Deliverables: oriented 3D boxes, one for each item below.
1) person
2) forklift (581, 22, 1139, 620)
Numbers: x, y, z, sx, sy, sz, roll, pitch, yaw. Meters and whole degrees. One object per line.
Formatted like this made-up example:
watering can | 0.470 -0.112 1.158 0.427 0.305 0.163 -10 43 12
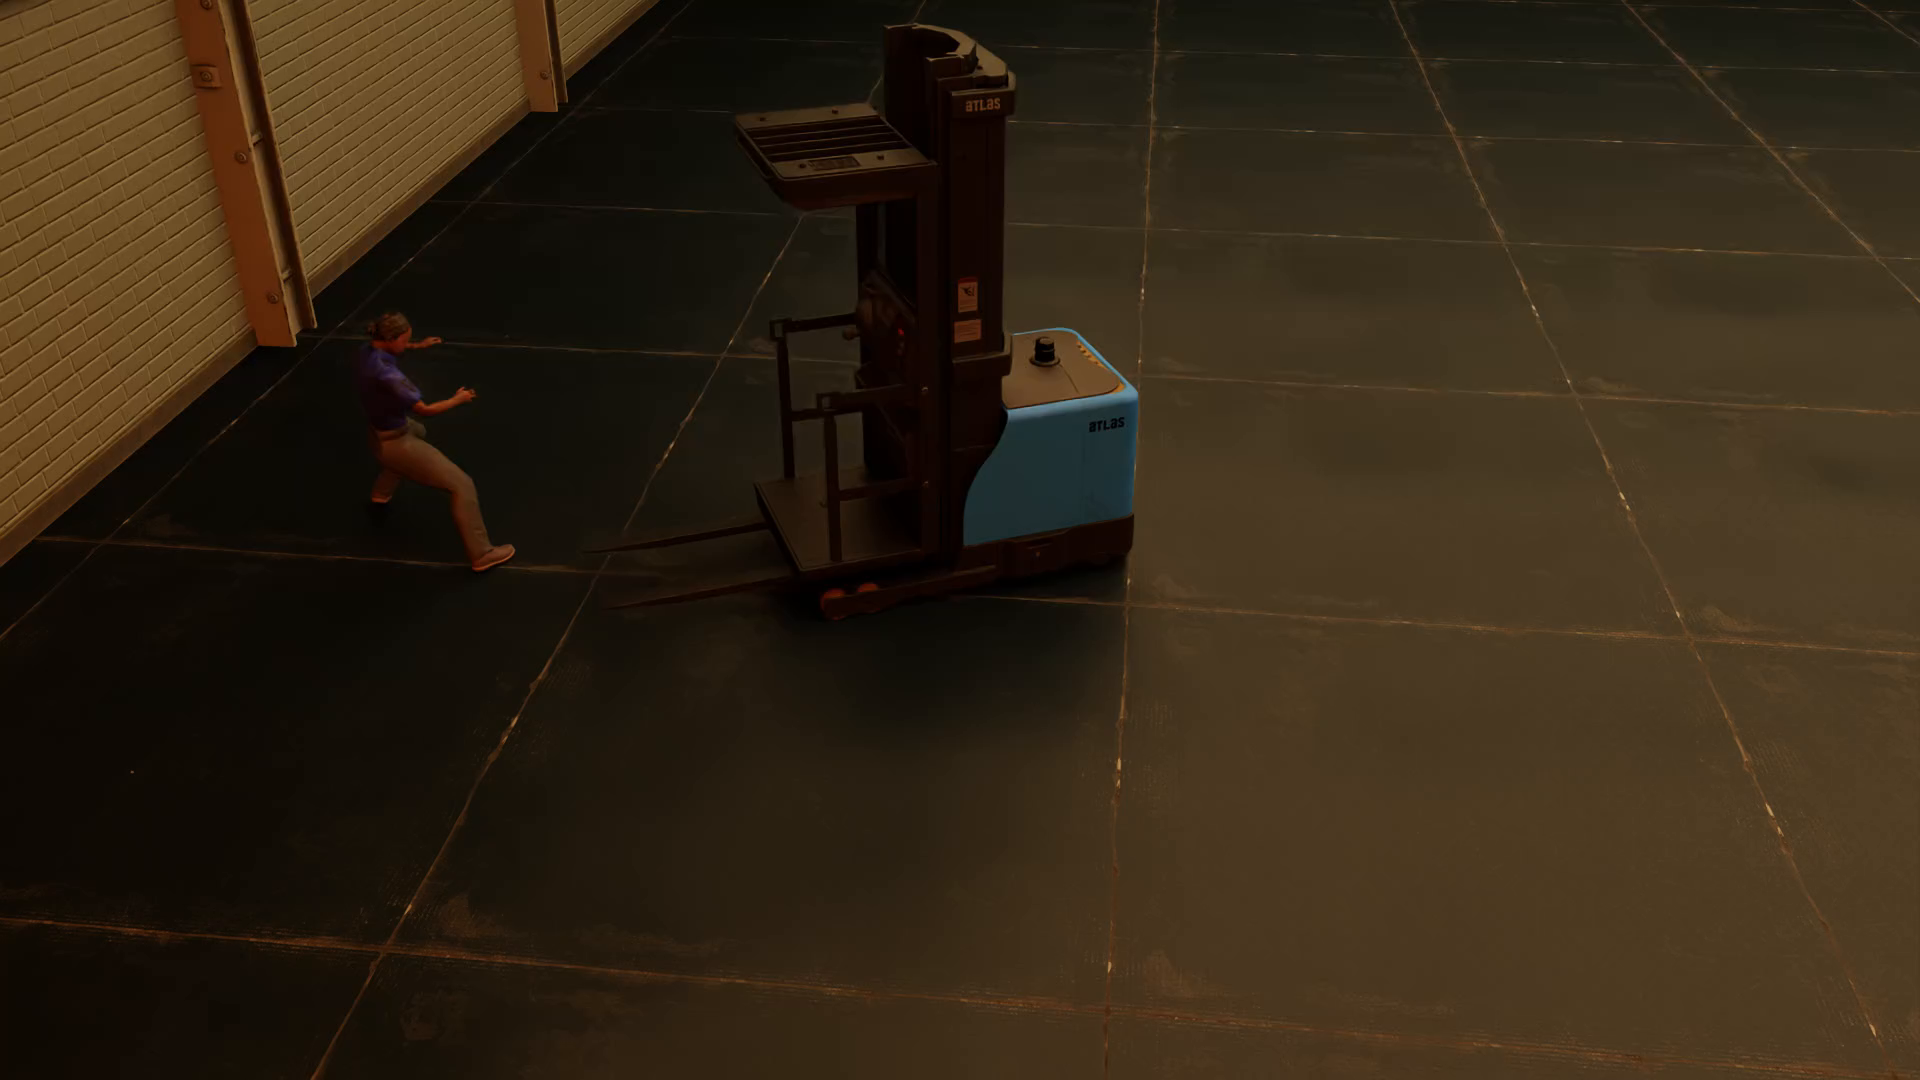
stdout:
person | -3.092 -0.669 9.525 0.609 1.429 1.203 -17 35 -27
forklift | -0.580 -1.127 8.826 3.031 2.935 1.130 -10 32 -17
